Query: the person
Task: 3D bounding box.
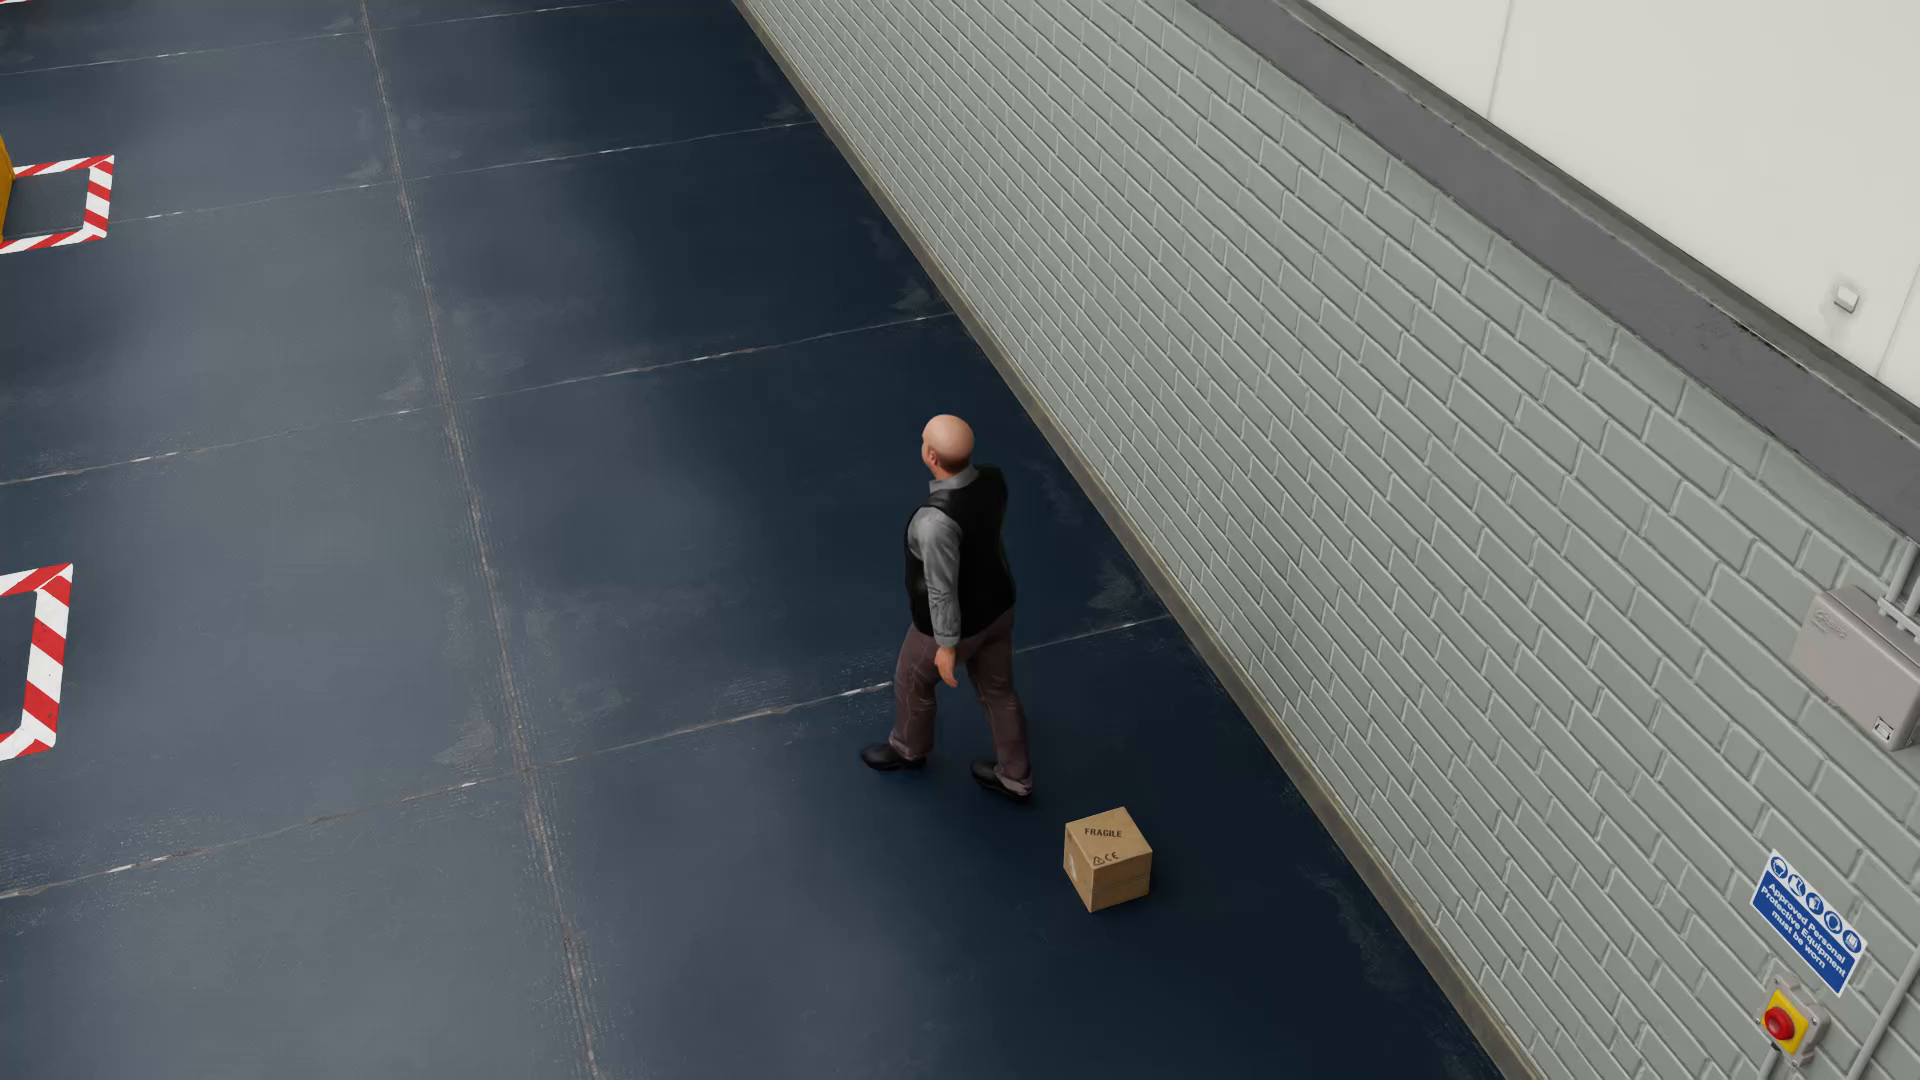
[{"bbox_3d":[0.002,0.283,6.450,0.760,1.730,0.563,27,45,31],"label":"person"}]
